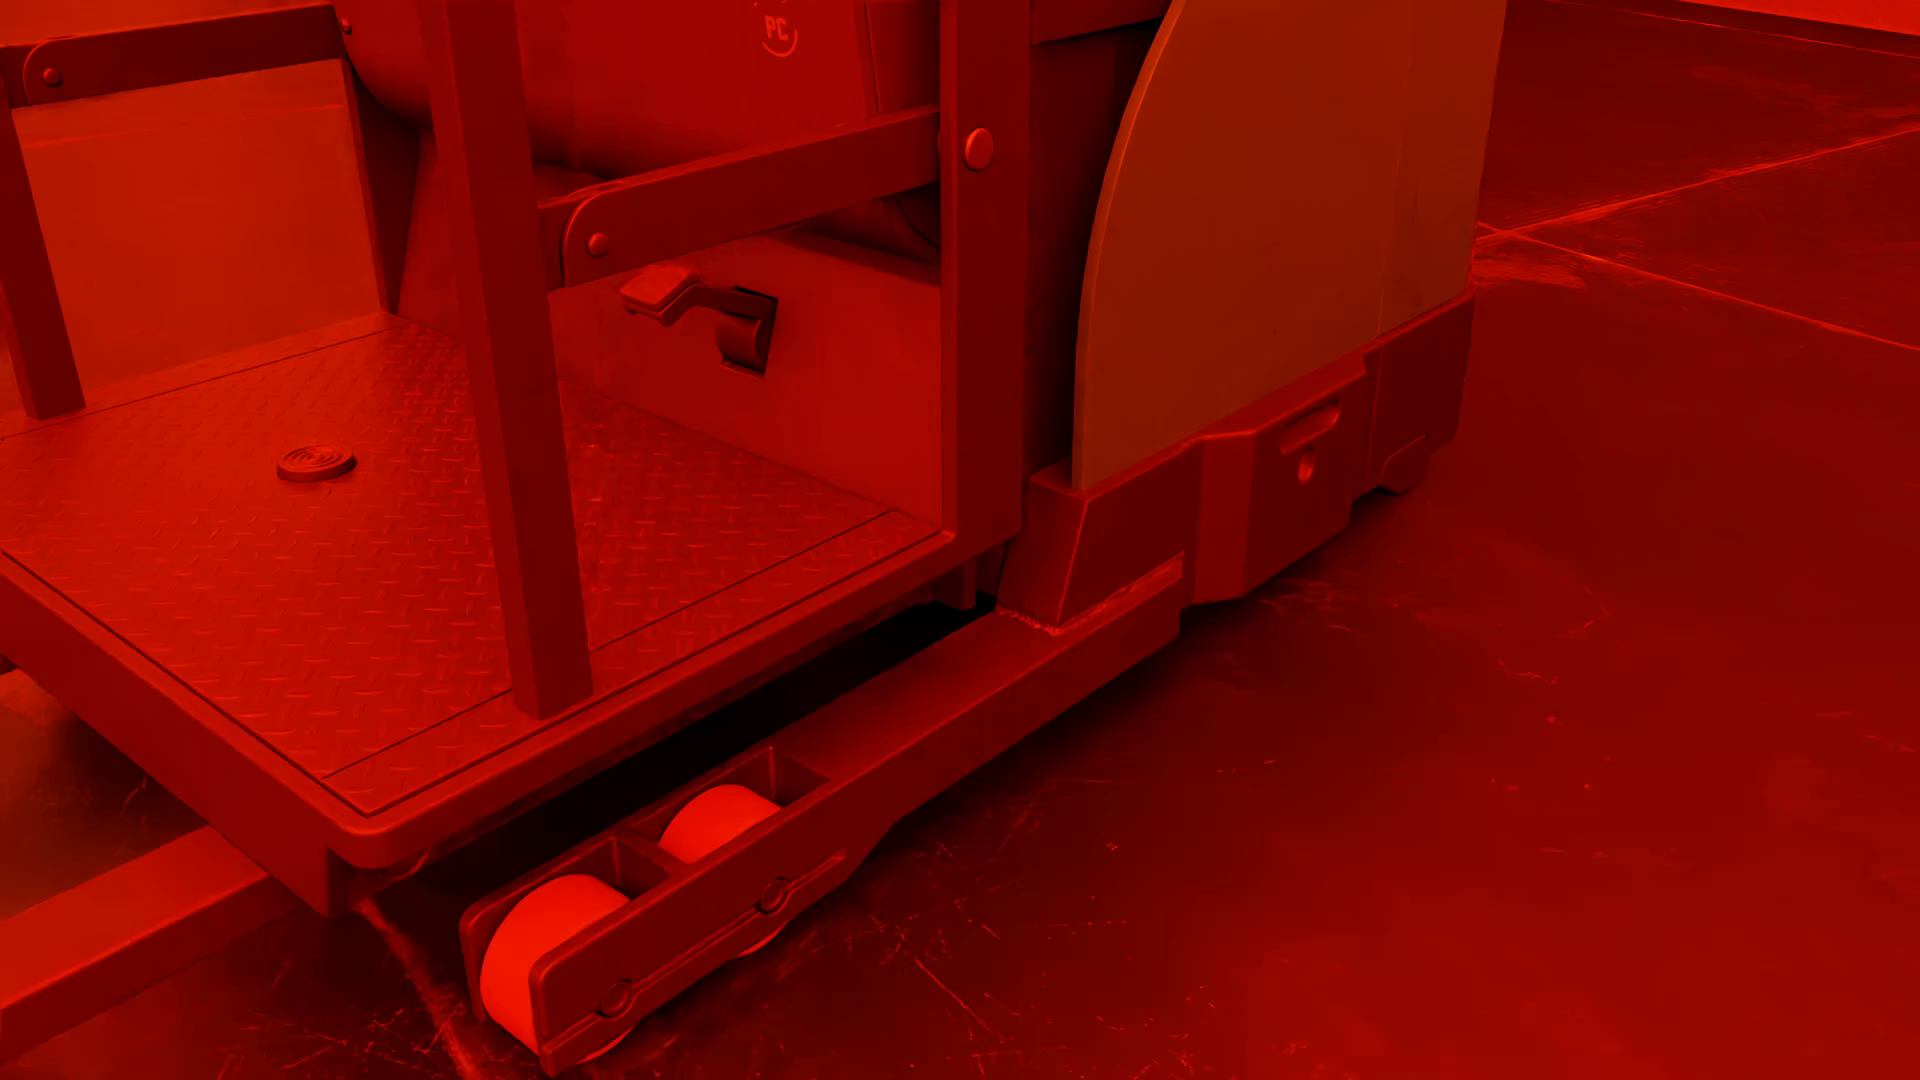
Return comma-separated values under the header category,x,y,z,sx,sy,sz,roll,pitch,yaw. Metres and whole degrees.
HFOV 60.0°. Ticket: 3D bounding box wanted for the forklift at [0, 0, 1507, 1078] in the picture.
category,x,y,z,sx,sy,sz,roll,pitch,yaw
forklift,-0.543,-1.085,1.394,1.130,2.935,3.031,22,34,36
